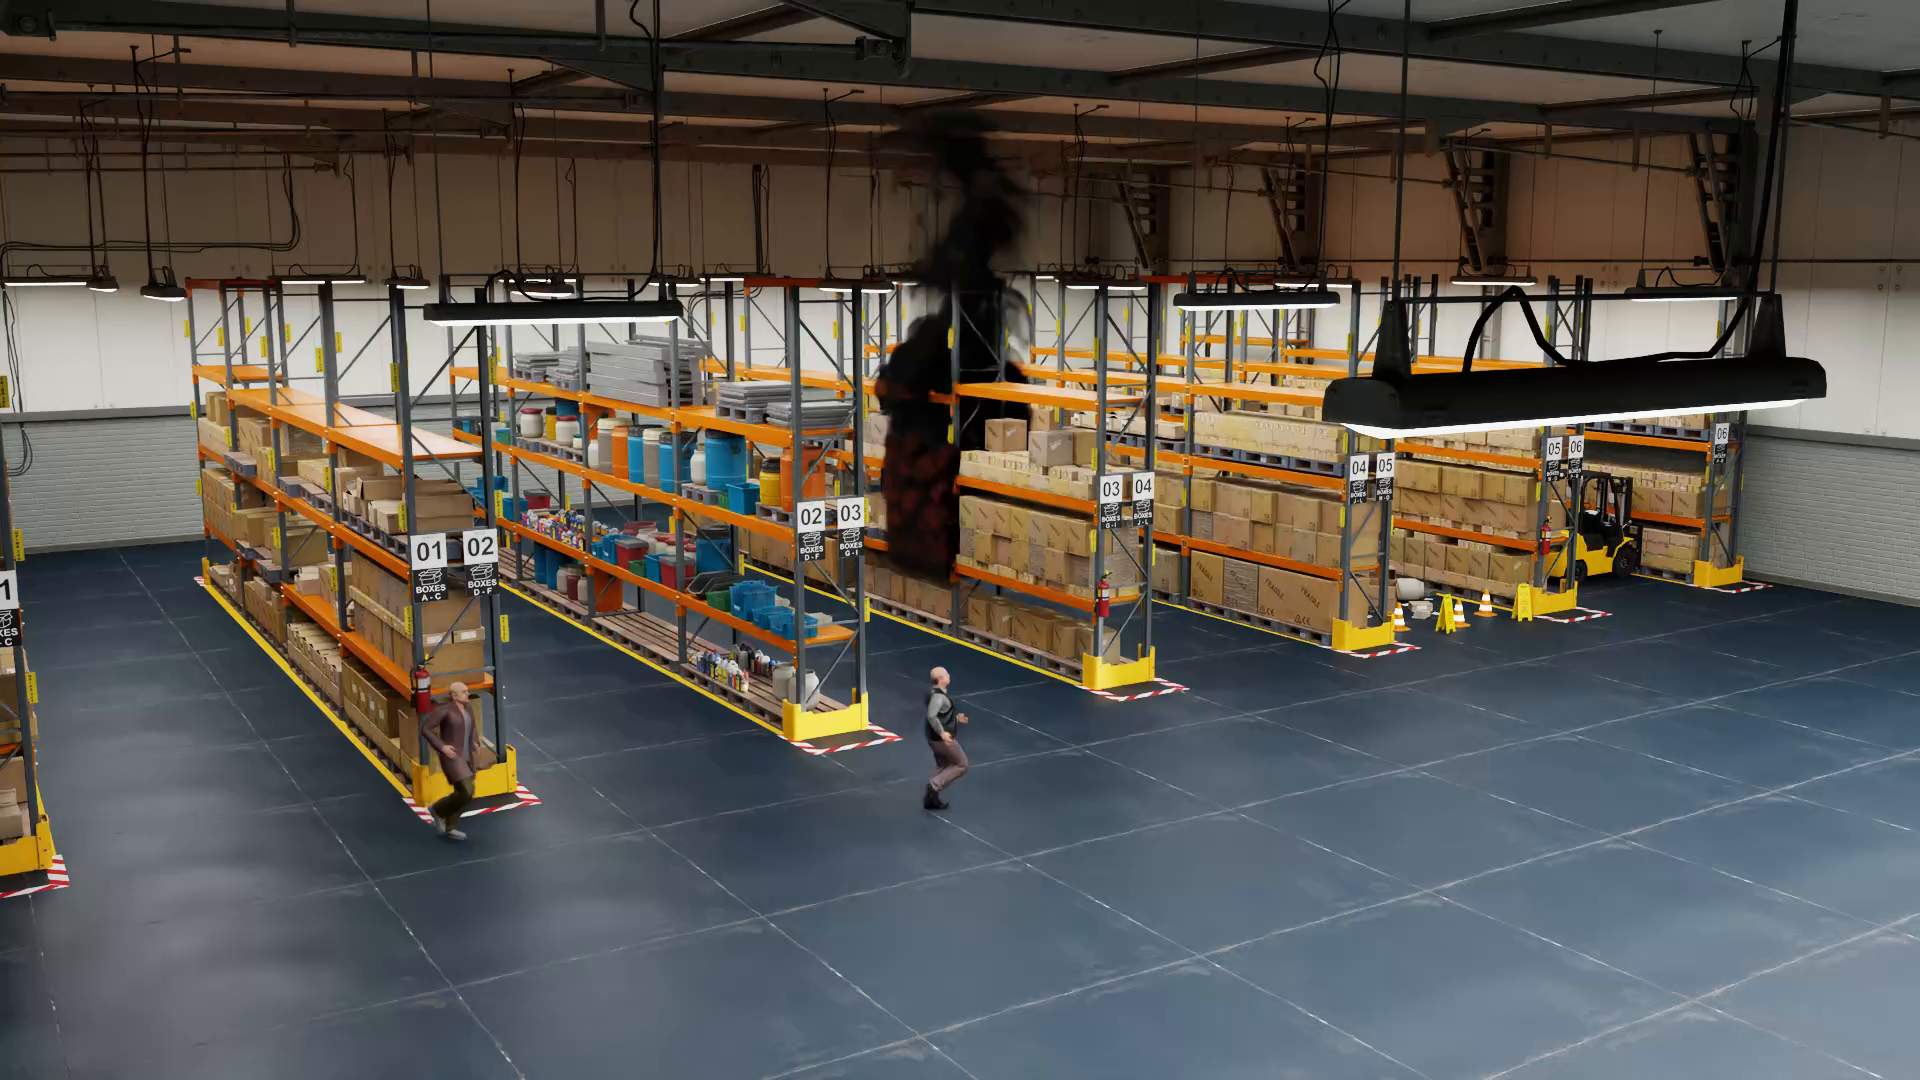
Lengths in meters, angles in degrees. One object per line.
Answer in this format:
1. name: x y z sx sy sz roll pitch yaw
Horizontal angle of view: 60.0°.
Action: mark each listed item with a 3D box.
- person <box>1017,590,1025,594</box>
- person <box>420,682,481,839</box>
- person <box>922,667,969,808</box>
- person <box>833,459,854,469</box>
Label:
1. person: 1.043 0.077 30.841 0.597 1.738 0.729 -7 12 -36
2. person: -5.561 2.432 18.404 0.568 1.743 0.728 3 10 18
3. person: -0.160 2.293 19.310 0.575 1.678 0.649 -2 10 -14
4. person: -2.921 -1.467 41.370 0.714 1.797 0.921 9 13 43
